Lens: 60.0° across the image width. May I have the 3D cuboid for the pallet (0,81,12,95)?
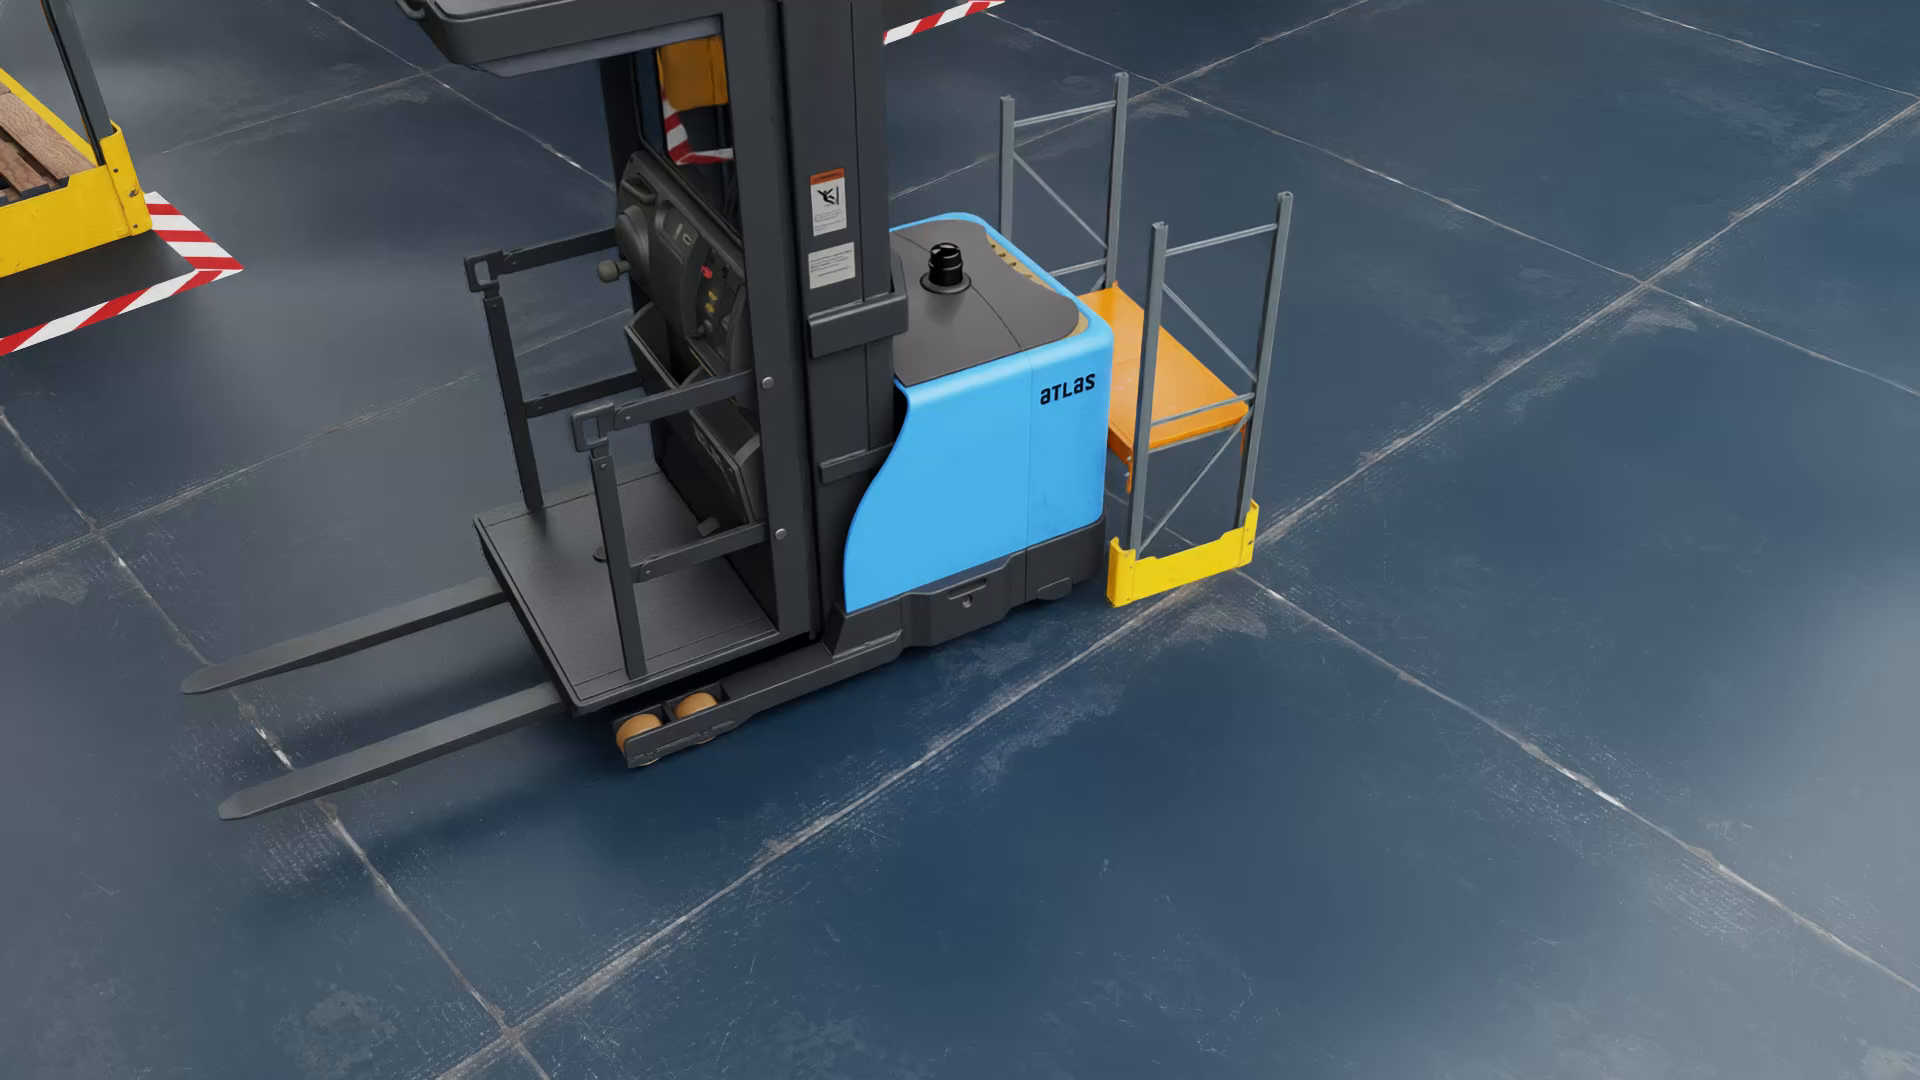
[{"bbox_3d":[-5.844,-2.386,9.036,1.003,0.211,1.213,-30,48,-32],"label":"pallet"}]

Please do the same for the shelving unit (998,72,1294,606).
[{"bbox_3d":[0.586,-0.727,5.957,0.587,1.500,1.083,-17,42,-20],"label":"shelving unit"}]

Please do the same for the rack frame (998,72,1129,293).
[{"bbox_3d":[0.369,-1.010,6.306,0.500,1.500,0.032,-17,42,-20],"label":"rack frame"}]

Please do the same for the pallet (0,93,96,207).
[{"bbox_3d":[-5.023,-1.822,8.337,1.003,0.211,1.213,-30,48,-32],"label":"pallet"}]

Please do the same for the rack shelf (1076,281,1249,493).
[{"bbox_3d":[0.590,-0.582,6.063,0.538,0.185,1.000,-17,42,-20],"label":"rack shelf"}]

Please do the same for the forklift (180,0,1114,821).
[{"bbox_3d":[-1.018,-0.796,4.903,3.031,2.935,1.130,-20,43,-23],"label":"forklift"}]

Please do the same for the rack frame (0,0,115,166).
[{"bbox_3d":[-4.391,-2.513,6.974,1.000,3.000,0.127,-30,48,-32],"label":"rack frame"}]

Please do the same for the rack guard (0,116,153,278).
[{"bbox_3d":[-4.477,-1.556,7.778,1.175,0.500,0.348,-30,48,-32],"label":"rack guard"}]

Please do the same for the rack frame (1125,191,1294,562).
[{"bbox_3d":[0.812,-0.435,5.595,0.500,1.500,0.032,-17,42,-20],"label":"rack frame"}]

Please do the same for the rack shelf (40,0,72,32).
[{"bbox_3d":[-5.744,-3.159,8.346,1.077,0.370,4.000,-30,48,-32],"label":"rack shelf"}]

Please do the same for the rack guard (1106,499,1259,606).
[{"bbox_3d":[0.803,0.041,6.001,0.587,0.250,0.087,-17,42,-20],"label":"rack guard"}]
